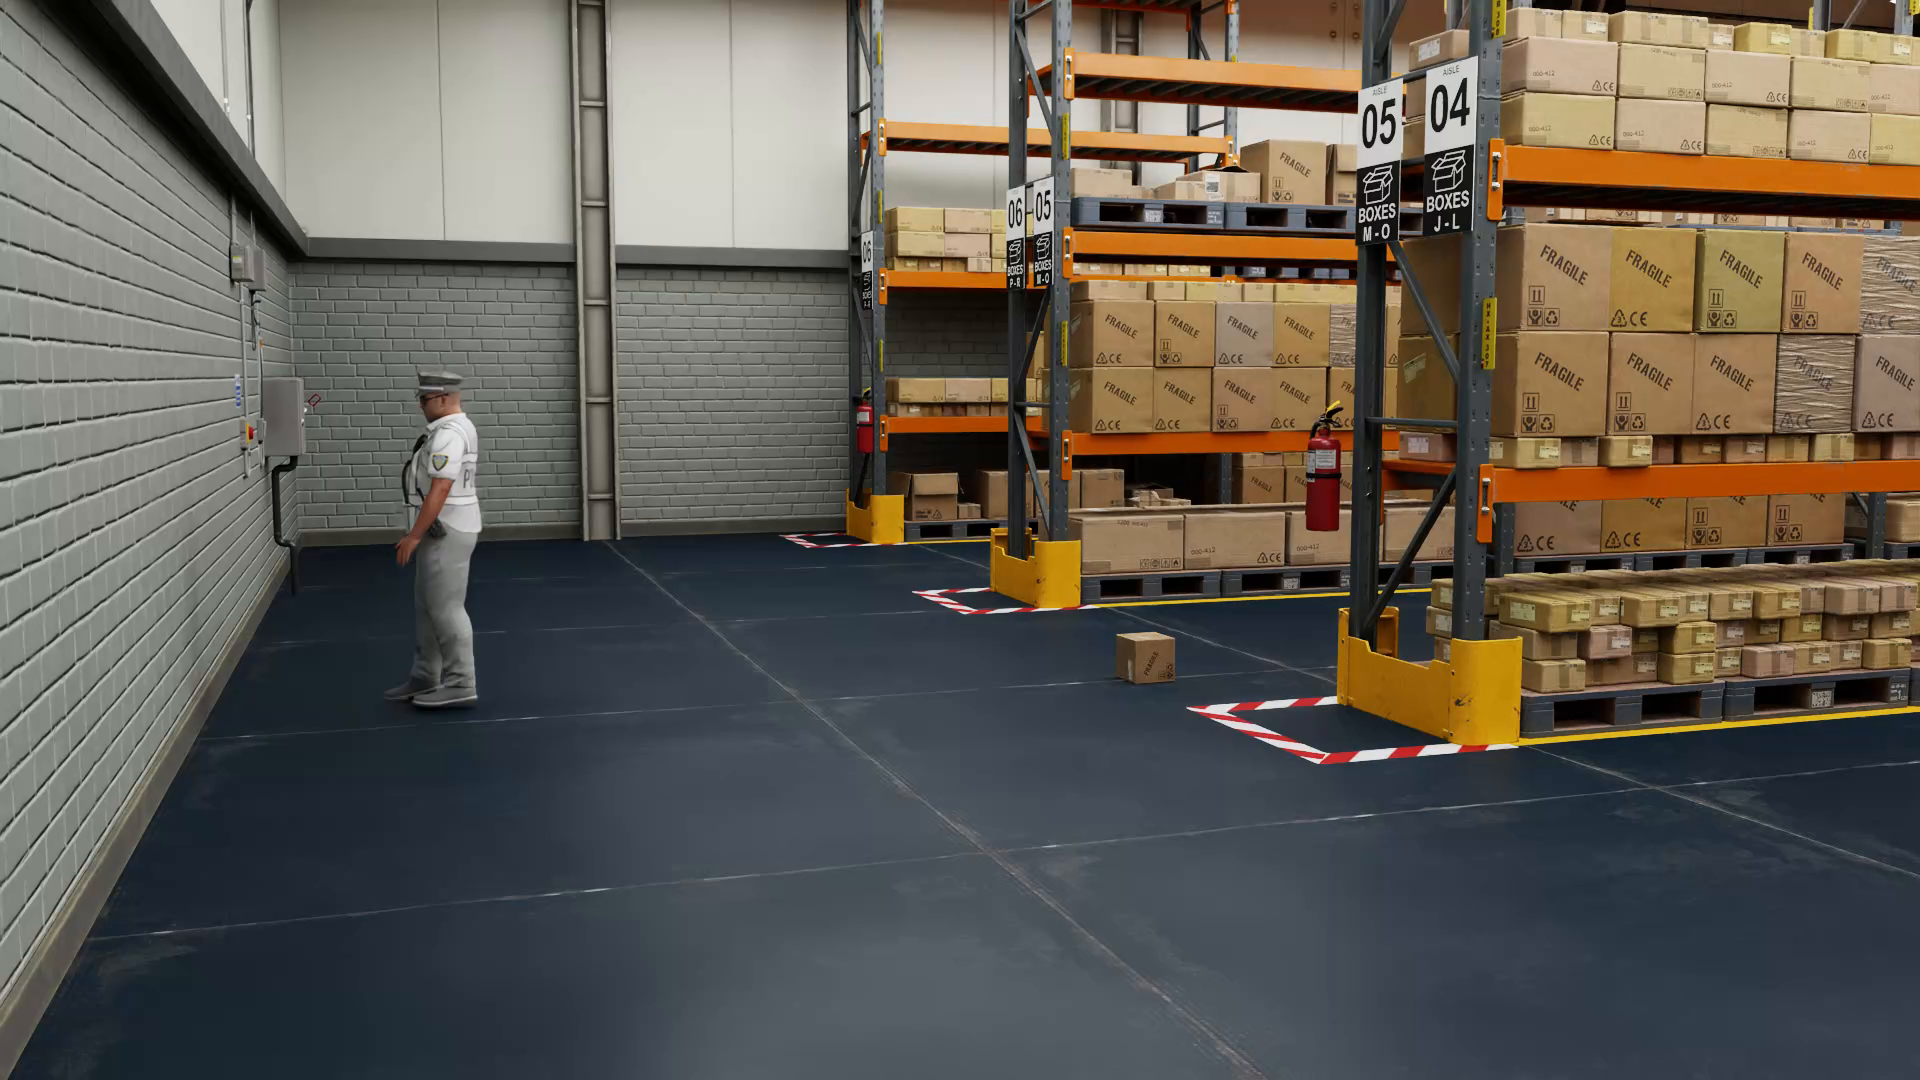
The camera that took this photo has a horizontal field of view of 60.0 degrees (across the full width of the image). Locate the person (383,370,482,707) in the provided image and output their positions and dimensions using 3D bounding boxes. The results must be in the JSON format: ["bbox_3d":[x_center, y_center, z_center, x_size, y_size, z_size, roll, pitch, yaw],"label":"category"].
[{"bbox_3d":[-2.803,0.000,8.732,0.562,1.774,0.576,-1,6,-10],"label":"person"}]
